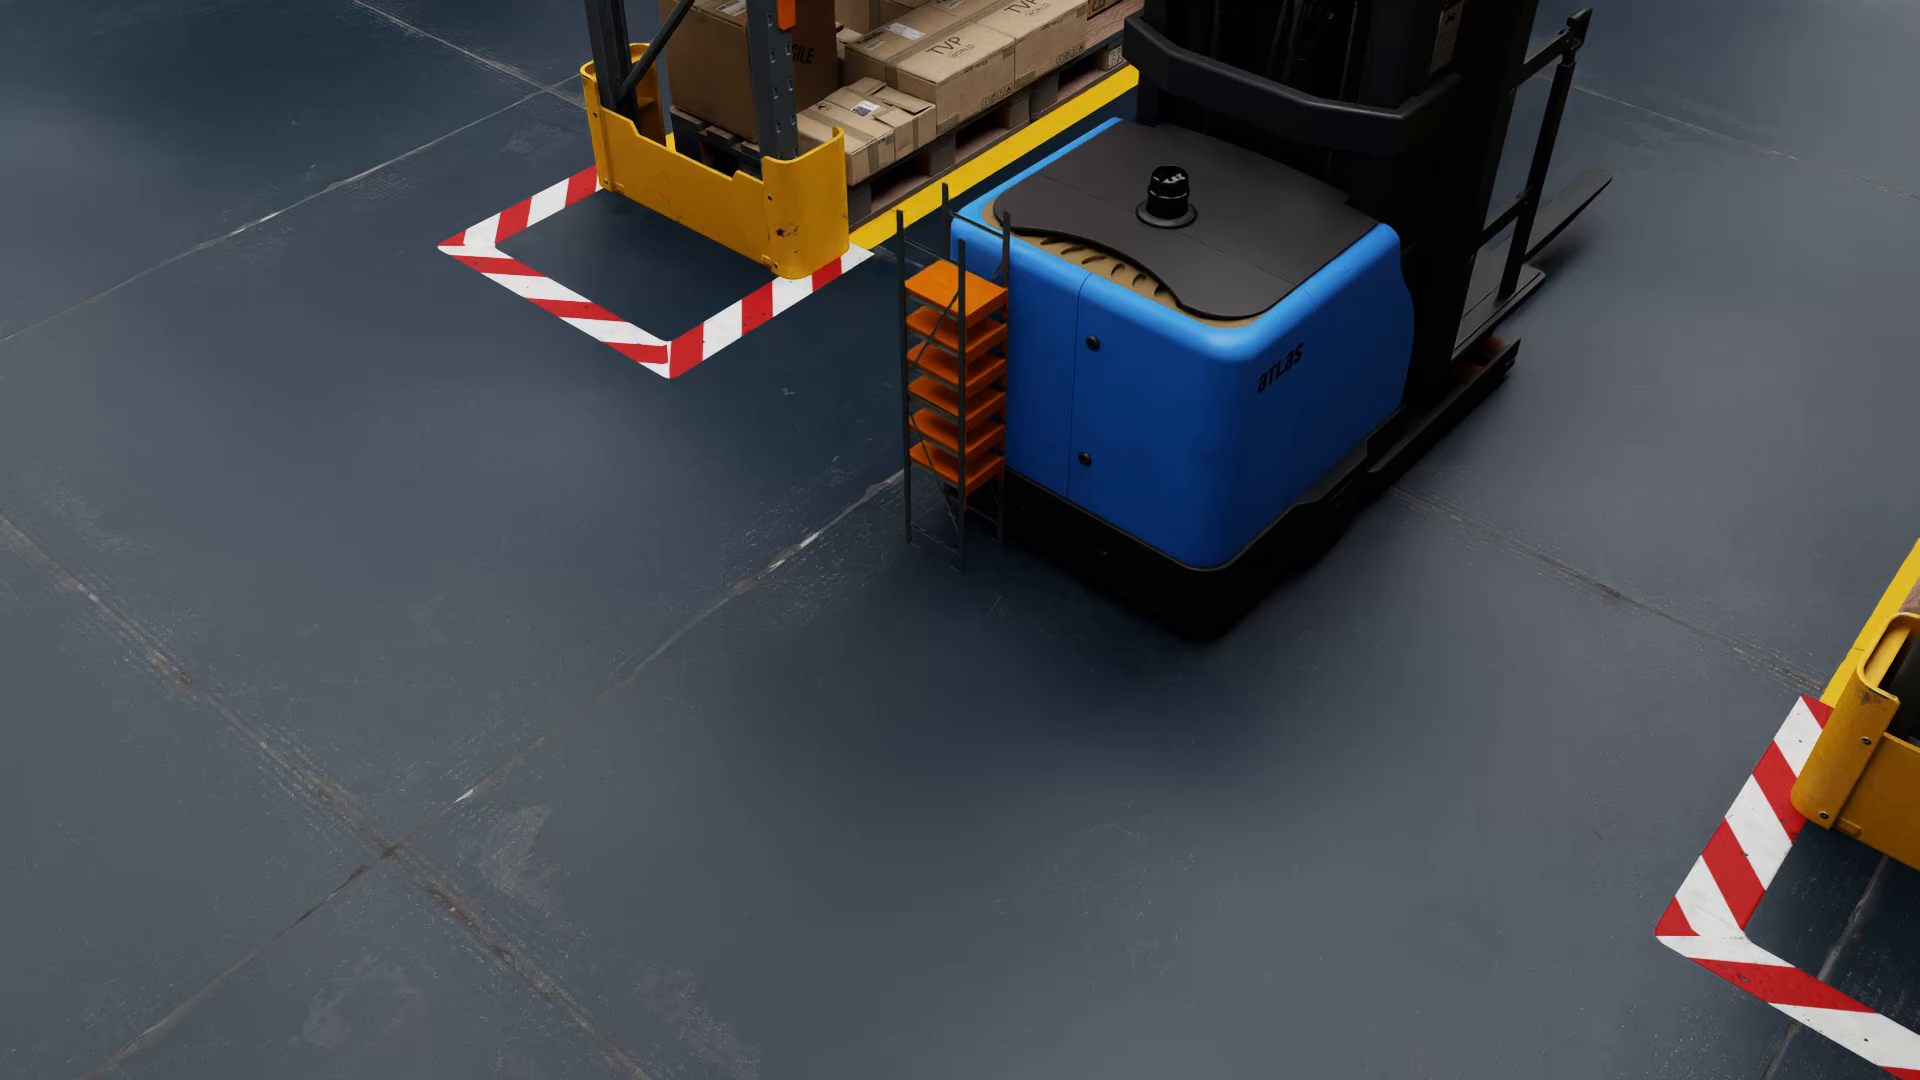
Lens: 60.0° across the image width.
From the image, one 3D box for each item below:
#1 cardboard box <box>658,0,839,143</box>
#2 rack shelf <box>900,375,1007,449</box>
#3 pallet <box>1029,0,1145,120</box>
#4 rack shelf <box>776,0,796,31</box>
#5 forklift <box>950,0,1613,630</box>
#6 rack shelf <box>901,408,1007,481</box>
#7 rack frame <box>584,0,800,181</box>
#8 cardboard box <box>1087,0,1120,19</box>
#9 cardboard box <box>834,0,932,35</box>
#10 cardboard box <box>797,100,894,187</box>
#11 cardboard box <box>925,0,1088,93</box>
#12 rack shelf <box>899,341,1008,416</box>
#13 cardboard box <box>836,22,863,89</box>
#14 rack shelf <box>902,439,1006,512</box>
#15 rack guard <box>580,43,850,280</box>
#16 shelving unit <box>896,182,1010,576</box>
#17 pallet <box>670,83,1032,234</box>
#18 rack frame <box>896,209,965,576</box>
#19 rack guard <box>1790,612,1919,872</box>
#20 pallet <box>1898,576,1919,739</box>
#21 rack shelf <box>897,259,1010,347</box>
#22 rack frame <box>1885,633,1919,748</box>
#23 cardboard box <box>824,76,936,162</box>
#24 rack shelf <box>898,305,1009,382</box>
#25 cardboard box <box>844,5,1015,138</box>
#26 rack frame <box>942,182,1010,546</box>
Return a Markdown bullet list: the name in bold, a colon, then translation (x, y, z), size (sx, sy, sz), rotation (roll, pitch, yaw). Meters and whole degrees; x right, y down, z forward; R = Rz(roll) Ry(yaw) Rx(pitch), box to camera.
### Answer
- **cardboard box**: translation (-0.851, -2.011, 6.763), size (0.500, 0.500, 0.500), rotation (29, 50, 28)
- **rack shelf**: translation (-0.018, -0.400, 4.864), size (0.258, 0.103, 0.180), rotation (30, 50, 29)
- **pallet**: translation (0.334, -2.430, 7.765), size (1.003, 0.211, 1.213), rotation (29, 50, 28)
- **rack shelf**: translation (0.275, -3.150, 7.019), size (1.077, 0.370, 4.000), rotation (29, 50, 28)
- **forklift**: translation (1.305, -1.736, 4.981), size (1.130, 2.935, 3.031), rotation (30, 50, 29)
- **rack shelf**: translation (-0.018, -0.311, 4.944), size (0.258, 0.103, 0.180), rotation (30, 50, 29)
- **rack frame**: translation (-1.012, -2.386, 5.644), size (1.000, 3.000, 0.127), rotation (29, 50, 28)
- **cardboard box**: translation (0.357, -2.715, 7.535), size (0.797, 0.503, 0.637), rotation (29, 50, 28)
- **cardboard box**: translation (-0.217, -2.394, 7.370), size (0.500, 0.250, 0.500), rotation (29, 50, 28)
- **cardboard box**: translation (-0.480, -1.561, 6.529), size (0.380, 0.149, 0.250), rotation (29, 50, 28)
- **cardboard box**: translation (0.198, -2.204, 7.161), size (0.500, 0.250, 0.500), rotation (29, 50, 28)
- **rack shelf**: translation (-0.018, -0.488, 4.783), size (0.258, 0.103, 0.180), rotation (30, 50, 29)
- **cardboard box**: translation (-0.521, -2.057, 7.061), size (0.380, 0.166, 0.250), rotation (29, 50, 28)
- **rack shelf**: translation (-0.018, -0.222, 5.025), size (0.258, 0.103, 0.180), rotation (30, 50, 29)
- **rack guard**: translation (-0.963, -1.500, 6.528), size (1.175, 0.500, 0.348), rotation (29, 50, 28)
- **shelving unit**: translation (-0.018, -0.432, 4.834), size (0.258, 1.200, 0.189), rotation (30, 50, 29)
- **pallet**: translation (-0.451, -1.804, 7.078), size (1.003, 0.211, 1.213), rotation (29, 50, 28)
- **rack frame**: translation (-0.078, -0.386, 4.783), size (0.240, 1.200, 0.006), rotation (30, 50, 29)
- **rack guard**: translation (2.766, 0.694, 4.115), size (1.175, 0.500, 0.348), rotation (29, 50, 28)
- **pallet**: translation (3.236, 0.343, 4.716), size (1.003, 0.211, 1.213), rotation (29, 50, 28)
- **rack shelf**: translation (-0.018, -0.666, 4.621), size (0.258, 0.103, 0.180), rotation (30, 50, 29)
- **rack frame**: translation (2.782, -0.243, 3.288), size (1.000, 3.000, 0.127), rotation (29, 50, 28)
- **cardboard box**: translation (-0.319, -1.696, 6.665), size (0.380, 0.166, 0.250), rotation (29, 50, 28)
- **rack shelf**: translation (-0.018, -0.577, 4.702), size (0.258, 0.103, 0.180), rotation (30, 50, 29)
- **cardboard box**: translation (-0.123, -1.946, 6.877), size (0.500, 0.250, 0.500), rotation (29, 50, 28)
- **rack frame**: translation (0.042, -0.479, 4.885), size (0.240, 1.200, 0.006), rotation (30, 50, 29)
